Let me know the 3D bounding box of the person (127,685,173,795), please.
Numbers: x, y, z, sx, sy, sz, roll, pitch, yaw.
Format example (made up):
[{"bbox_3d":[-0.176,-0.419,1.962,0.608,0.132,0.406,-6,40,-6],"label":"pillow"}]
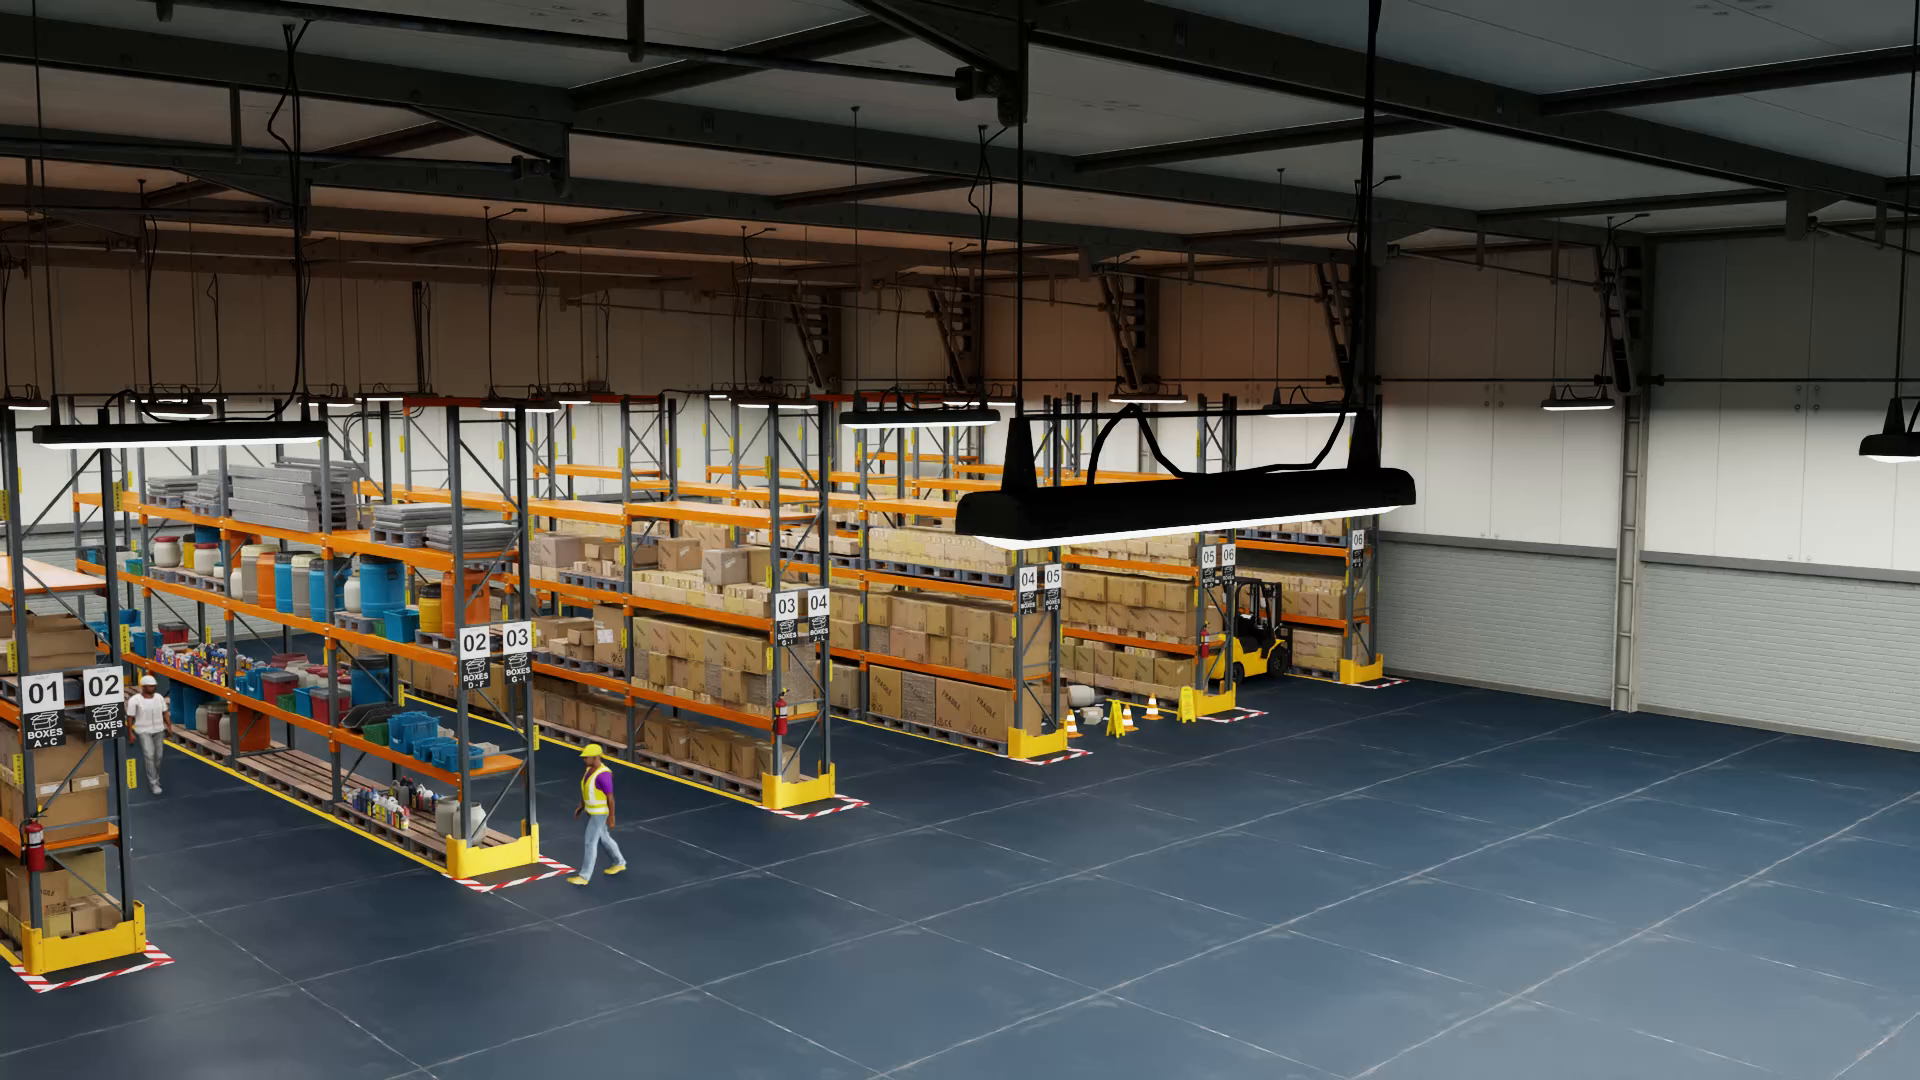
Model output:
[{"bbox_3d":[-12.428,3.012,25.662,0.766,1.730,0.598,4,7,38],"label":"person"}]

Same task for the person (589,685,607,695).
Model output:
[{"bbox_3d":[-7.069,2.414,32.416,0.563,1.459,0.619,4,7,33],"label":"person"}]

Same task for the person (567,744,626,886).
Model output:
[{"bbox_3d":[-4.627,3.442,21.021,0.884,1.746,0.577,-3,6,-32],"label":"person"}]
